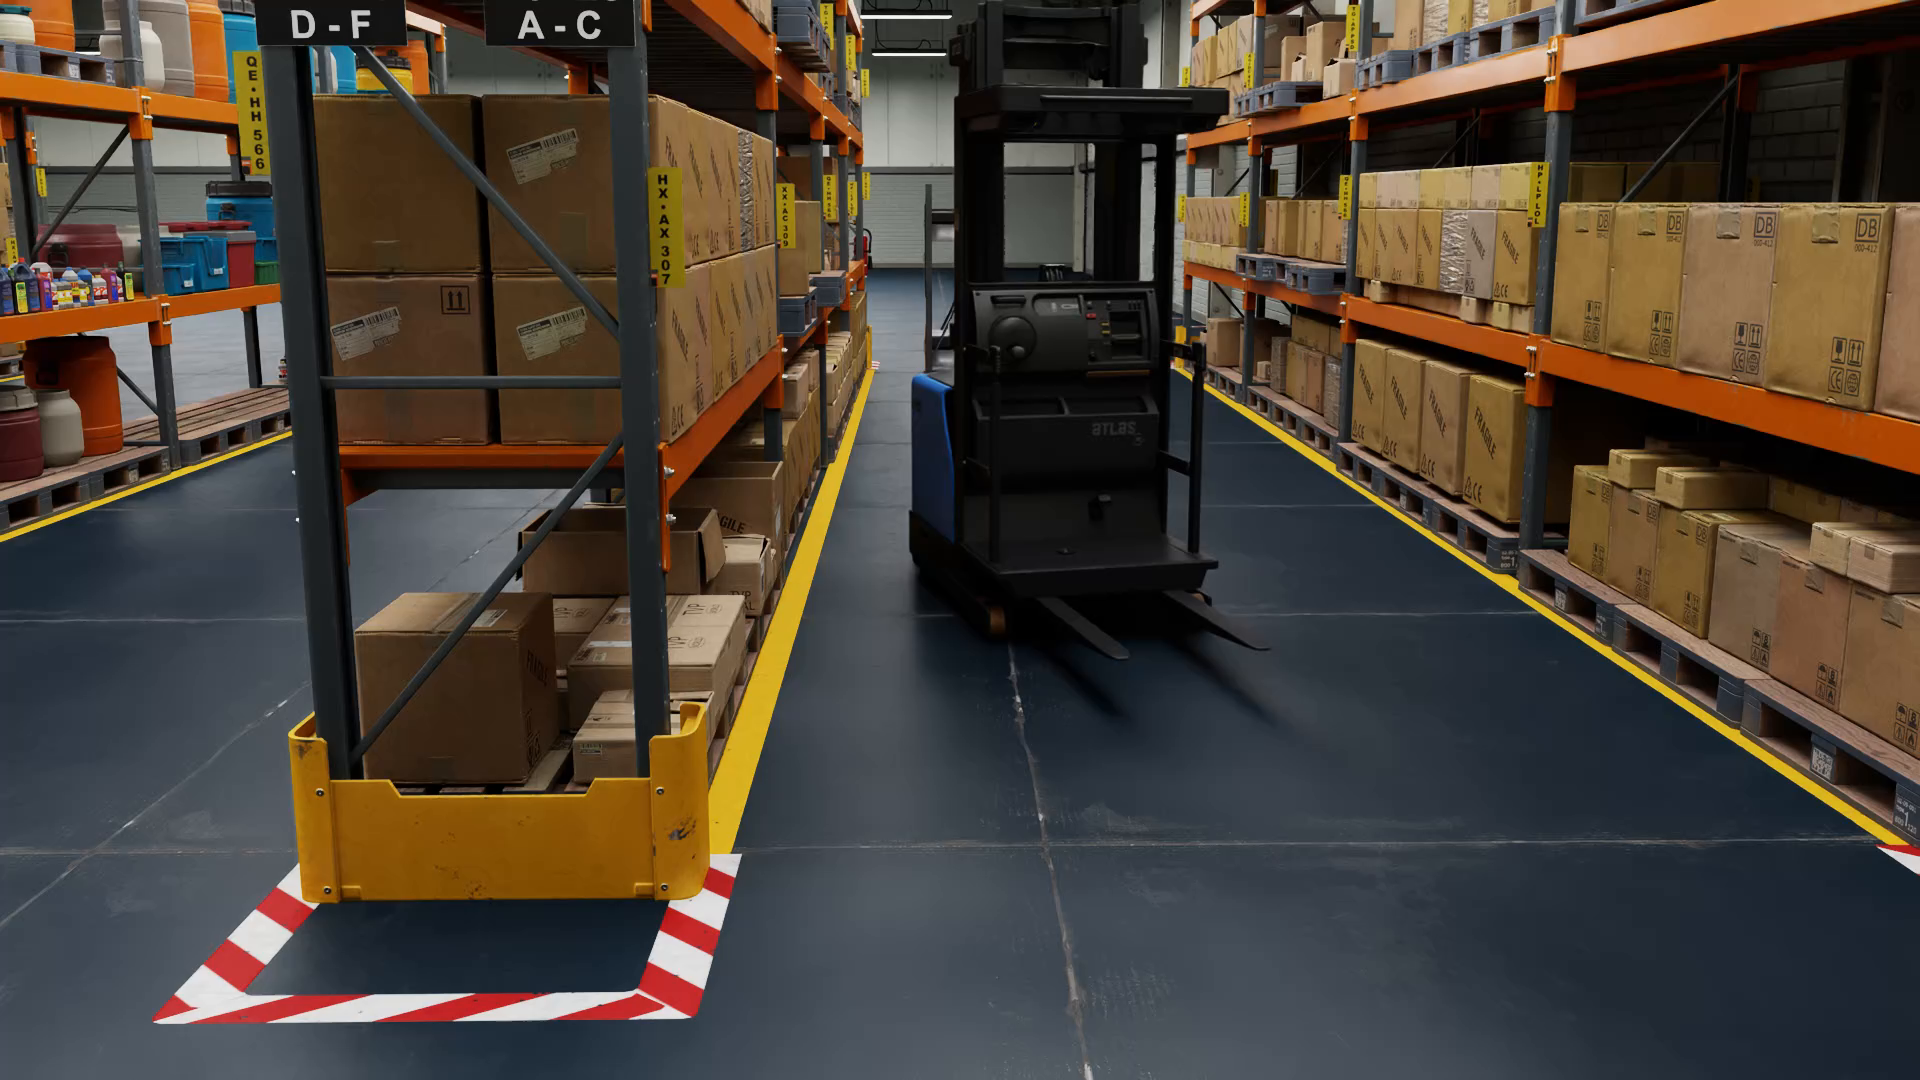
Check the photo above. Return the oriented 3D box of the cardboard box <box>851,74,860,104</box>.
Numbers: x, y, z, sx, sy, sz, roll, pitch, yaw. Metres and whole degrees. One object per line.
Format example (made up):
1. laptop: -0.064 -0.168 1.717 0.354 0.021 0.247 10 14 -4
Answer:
1. cardboard box: -1.385 -4.976 18.313 0.500 0.311 0.500 1 12 6

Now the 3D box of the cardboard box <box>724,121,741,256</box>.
1. cardboard box: -1.134 -1.366 6.480 0.500 0.500 0.500 0 11 -2

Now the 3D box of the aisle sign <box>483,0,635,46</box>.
1. aisle sign: -1.058 -1.695 4.330 0.394 0.787 0.004 0 11 -1

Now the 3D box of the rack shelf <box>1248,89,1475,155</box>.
1. rack shelf: 3.393 -3.559 14.324 1.077 0.370 4.000 0 11 -1

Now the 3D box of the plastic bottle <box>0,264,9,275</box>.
1. plastic bottle: -6.810 -1.830 11.859 0.097 0.271 0.097 0 11 0

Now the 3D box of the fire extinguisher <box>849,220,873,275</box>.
1. fire extinguisher: -1.222 -3.601 20.459 0.296 0.674 0.183 0 11 -1

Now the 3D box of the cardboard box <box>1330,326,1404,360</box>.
1. cardboard box: 3.418 -1.659 13.986 0.500 0.250 0.500 0 11 0

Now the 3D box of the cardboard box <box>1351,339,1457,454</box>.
1. cardboard box: 3.318 -1.050 12.040 0.750 0.750 0.750 0 11 -2

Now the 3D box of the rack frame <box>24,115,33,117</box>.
1. rack frame: -11.588 -6.514 19.533 1.000 3.000 0.127 0 11 -1

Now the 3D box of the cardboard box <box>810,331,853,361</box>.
1. cardboard box: -1.306 -1.872 16.192 0.500 0.311 0.500 0 11 -1

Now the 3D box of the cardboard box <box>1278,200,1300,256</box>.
1. cardboard box: 3.332 -2.892 15.410 0.700 0.500 0.500 1 12 5

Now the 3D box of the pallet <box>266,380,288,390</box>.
1. pallet: -6.526 -1.566 17.246 1.003 0.211 1.213 0 11 -1

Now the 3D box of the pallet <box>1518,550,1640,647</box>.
1. pallet: 3.454 0.269 8.203 1.003 0.211 1.213 0 11 -1

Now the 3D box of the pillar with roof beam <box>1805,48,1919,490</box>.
1. pillar with roof beam: 0.092 -4.036 7.320 9.100 9.000 0.400 0 11 -1

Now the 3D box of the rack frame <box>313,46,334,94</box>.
1. rack frame: -6.554 -5.739 15.714 1.000 3.000 0.127 0 11 -1

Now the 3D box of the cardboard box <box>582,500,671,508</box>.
1. cardboard box: -1.644 -0.042 8.376 0.500 0.311 0.500 0 11 -1

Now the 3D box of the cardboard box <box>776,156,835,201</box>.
1. cardboard box: -1.617 -3.591 16.703 0.700 0.500 0.500 0 11 -1

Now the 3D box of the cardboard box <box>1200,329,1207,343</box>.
1. cardboard box: 3.193 -2.395 19.974 0.500 0.311 0.500 -2 12 -8

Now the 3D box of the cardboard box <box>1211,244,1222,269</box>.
1. cardboard box: 3.011 -3.068 17.963 0.500 0.250 0.500 0 11 -1

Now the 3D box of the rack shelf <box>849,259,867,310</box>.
1. rack shelf: -1.643 -2.863 18.438 1.077 0.370 4.000 0 11 -1

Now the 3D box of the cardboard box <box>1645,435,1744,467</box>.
1. cardboard box: 3.625 -0.428 8.226 0.380 0.149 0.250 0 11 -1

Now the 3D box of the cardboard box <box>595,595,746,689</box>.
1. cardboard box: -1.102 0.391 6.397 0.500 0.250 0.500 0 11 -1

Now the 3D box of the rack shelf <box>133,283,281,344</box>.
1. rack shelf: -6.512 -2.049 14.422 1.077 0.370 4.000 0 11 -1

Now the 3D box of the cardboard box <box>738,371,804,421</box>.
1. cardboard box: -1.223 -0.882 10.157 0.500 0.250 0.500 0 11 -1

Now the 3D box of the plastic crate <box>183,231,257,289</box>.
1. plastic crate: -6.198 -2.357 13.974 0.402 0.464 0.583 0 11 -1

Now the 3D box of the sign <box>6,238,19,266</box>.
1. sign: -7.021 -2.080 12.357 0.100 0.325 0.005 0 11 -1

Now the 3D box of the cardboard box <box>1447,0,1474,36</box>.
1. cardboard box: 3.563 -3.468 10.705 0.700 0.500 0.500 0 11 2

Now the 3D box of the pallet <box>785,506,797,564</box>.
1. pallet: -1.491 -0.023 9.642 1.003 0.211 1.213 0 11 -1

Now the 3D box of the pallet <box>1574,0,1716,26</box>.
1. pallet: 3.523 -2.513 7.581 1.003 0.211 1.213 0 11 -1

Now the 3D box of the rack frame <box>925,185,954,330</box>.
1. rack frame: -0.002 -1.045 9.927 0.400 2.100 0.015 0 11 -1

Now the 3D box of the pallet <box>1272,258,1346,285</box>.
1. pallet: 3.352 -2.344 14.549 1.003 0.211 1.213 0 11 -1

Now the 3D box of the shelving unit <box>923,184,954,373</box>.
1. shelving unit: 0.003 -0.996 9.688 0.431 2.100 0.503 0 11 -1

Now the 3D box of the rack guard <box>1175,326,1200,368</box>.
1. rack guard: 3.270 -2.394 20.604 1.175 0.500 0.348 0 11 -1

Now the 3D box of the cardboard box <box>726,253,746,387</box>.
1. cardboard box: -1.131 -0.873 6.566 0.500 0.500 0.500 0 11 0

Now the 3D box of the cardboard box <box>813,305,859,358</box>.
1. cardboard box: -1.298 -2.138 17.025 0.500 0.500 0.500 0 11 -1

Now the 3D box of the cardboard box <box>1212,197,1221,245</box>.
1. cardboard box: 3.017 -3.435 17.889 0.500 0.500 0.500 -1 11 -3

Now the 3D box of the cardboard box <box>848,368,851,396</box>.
1. cardboard box: -1.294 -1.495 15.742 0.500 0.250 0.500 0 11 -2

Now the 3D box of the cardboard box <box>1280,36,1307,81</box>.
1. cardboard box: 3.283 -4.455 15.624 0.500 0.500 0.500 1 12 7

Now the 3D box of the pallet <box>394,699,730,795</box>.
1. pallet: -1.372 0.760 5.782 1.003 0.211 1.213 0 11 -1

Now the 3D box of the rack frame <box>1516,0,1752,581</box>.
1. rack frame: 3.517 -1.249 8.672 1.000 3.000 0.127 0 11 -1

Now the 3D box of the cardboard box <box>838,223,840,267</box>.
1. cardboard box: -1.641 -3.160 17.840 0.700 0.500 0.500 0 11 0

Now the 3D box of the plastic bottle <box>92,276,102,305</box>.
1. plastic bottle: -6.045 -1.739 11.588 0.097 0.201 0.097 0 11 0

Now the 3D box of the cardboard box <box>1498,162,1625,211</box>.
1. cardboard box: 3.251 -1.913 9.009 0.500 0.250 0.500 0 11 0

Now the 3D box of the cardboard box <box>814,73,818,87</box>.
1. cardboard box: -1.476 -3.456 11.753 0.910 0.500 0.500 0 11 -1

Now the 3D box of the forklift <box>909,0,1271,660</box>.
1. forklift: 0.572 -1.053 7.878 1.130 2.935 3.031 -3 12 -14

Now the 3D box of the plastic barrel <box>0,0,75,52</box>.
1. plastic barrel: -6.462 -3.777 11.452 0.600 0.830 0.708 0 11 -1

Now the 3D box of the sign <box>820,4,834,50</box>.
1. sign: -0.976 -3.748 12.147 0.100 0.325 0.005 0 11 -1

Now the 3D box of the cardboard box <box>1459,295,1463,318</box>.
1. cardboard box: 3.235 -1.405 10.021 0.380 0.149 0.250 0 11 -1

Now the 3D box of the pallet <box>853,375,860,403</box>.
1. pallet: -1.576 -1.610 17.464 1.003 0.211 1.213 0 11 -1

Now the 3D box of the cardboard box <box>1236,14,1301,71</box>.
1. cardboard box: 3.070 -4.957 16.587 0.500 0.500 0.500 -1 12 -6

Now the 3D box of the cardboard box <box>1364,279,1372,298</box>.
1. cardboard box: 3.209 -1.865 12.287 0.380 0.149 0.250 0 11 -2

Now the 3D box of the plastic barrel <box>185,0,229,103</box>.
1. plastic barrel: -6.284 -3.978 13.500 0.600 0.830 0.708 0 11 -1

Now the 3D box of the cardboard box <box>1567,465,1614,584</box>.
1. cardboard box: 3.430 -0.081 8.144 0.700 0.500 0.500 0 11 0

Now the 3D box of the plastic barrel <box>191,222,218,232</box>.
1. plastic barrel: -6.738 -2.528 14.636 0.433 0.535 0.433 0 11 0

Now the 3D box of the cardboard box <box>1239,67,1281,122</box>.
1. cardboard box: 3.094 -4.468 16.693 0.500 0.500 0.500 0 11 0
